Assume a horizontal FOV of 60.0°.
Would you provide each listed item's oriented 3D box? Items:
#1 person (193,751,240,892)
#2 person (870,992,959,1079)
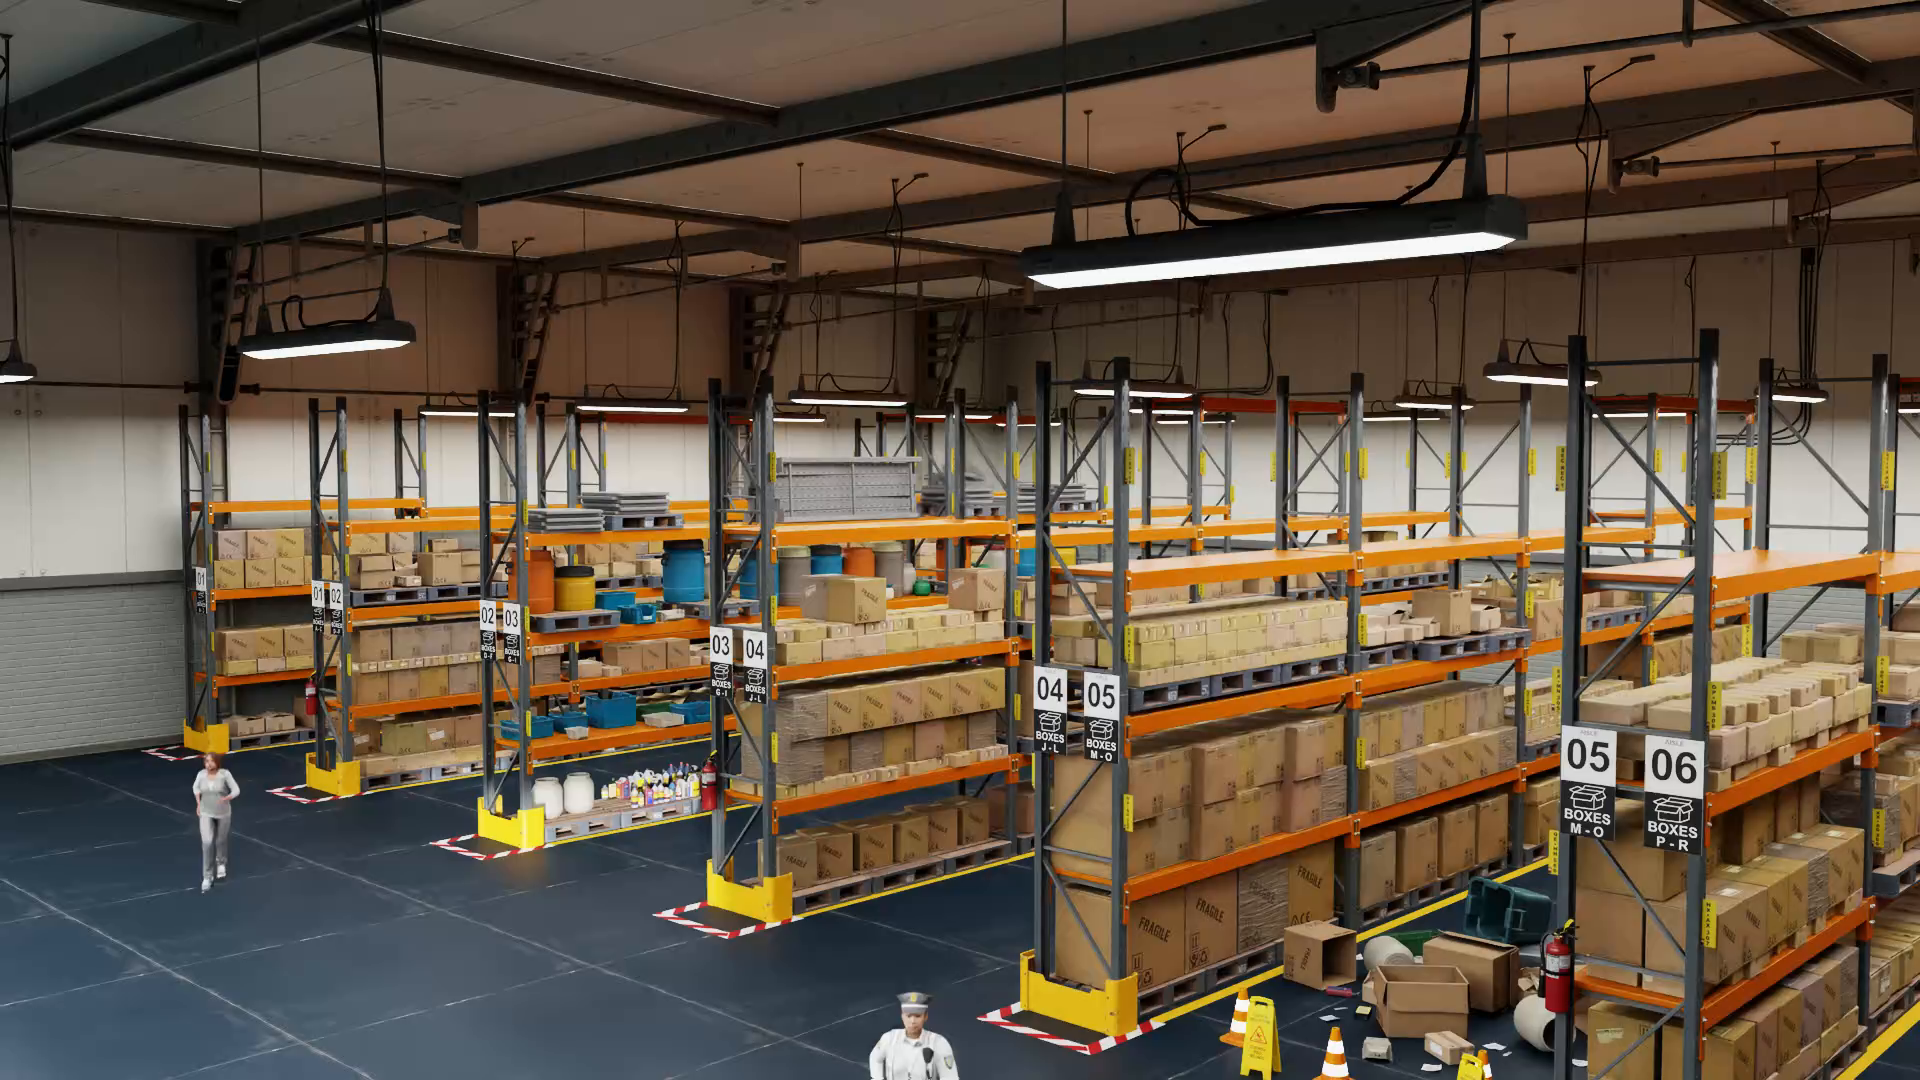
[{"bbox_3d":[-8.867,3.317,19.841,0.530,1.637,0.730,-1,3,-19],"label":"person"},{"bbox_3d":[-0.298,3.737,10.691,0.596,1.725,0.837,0,3,1],"label":"person"}]
